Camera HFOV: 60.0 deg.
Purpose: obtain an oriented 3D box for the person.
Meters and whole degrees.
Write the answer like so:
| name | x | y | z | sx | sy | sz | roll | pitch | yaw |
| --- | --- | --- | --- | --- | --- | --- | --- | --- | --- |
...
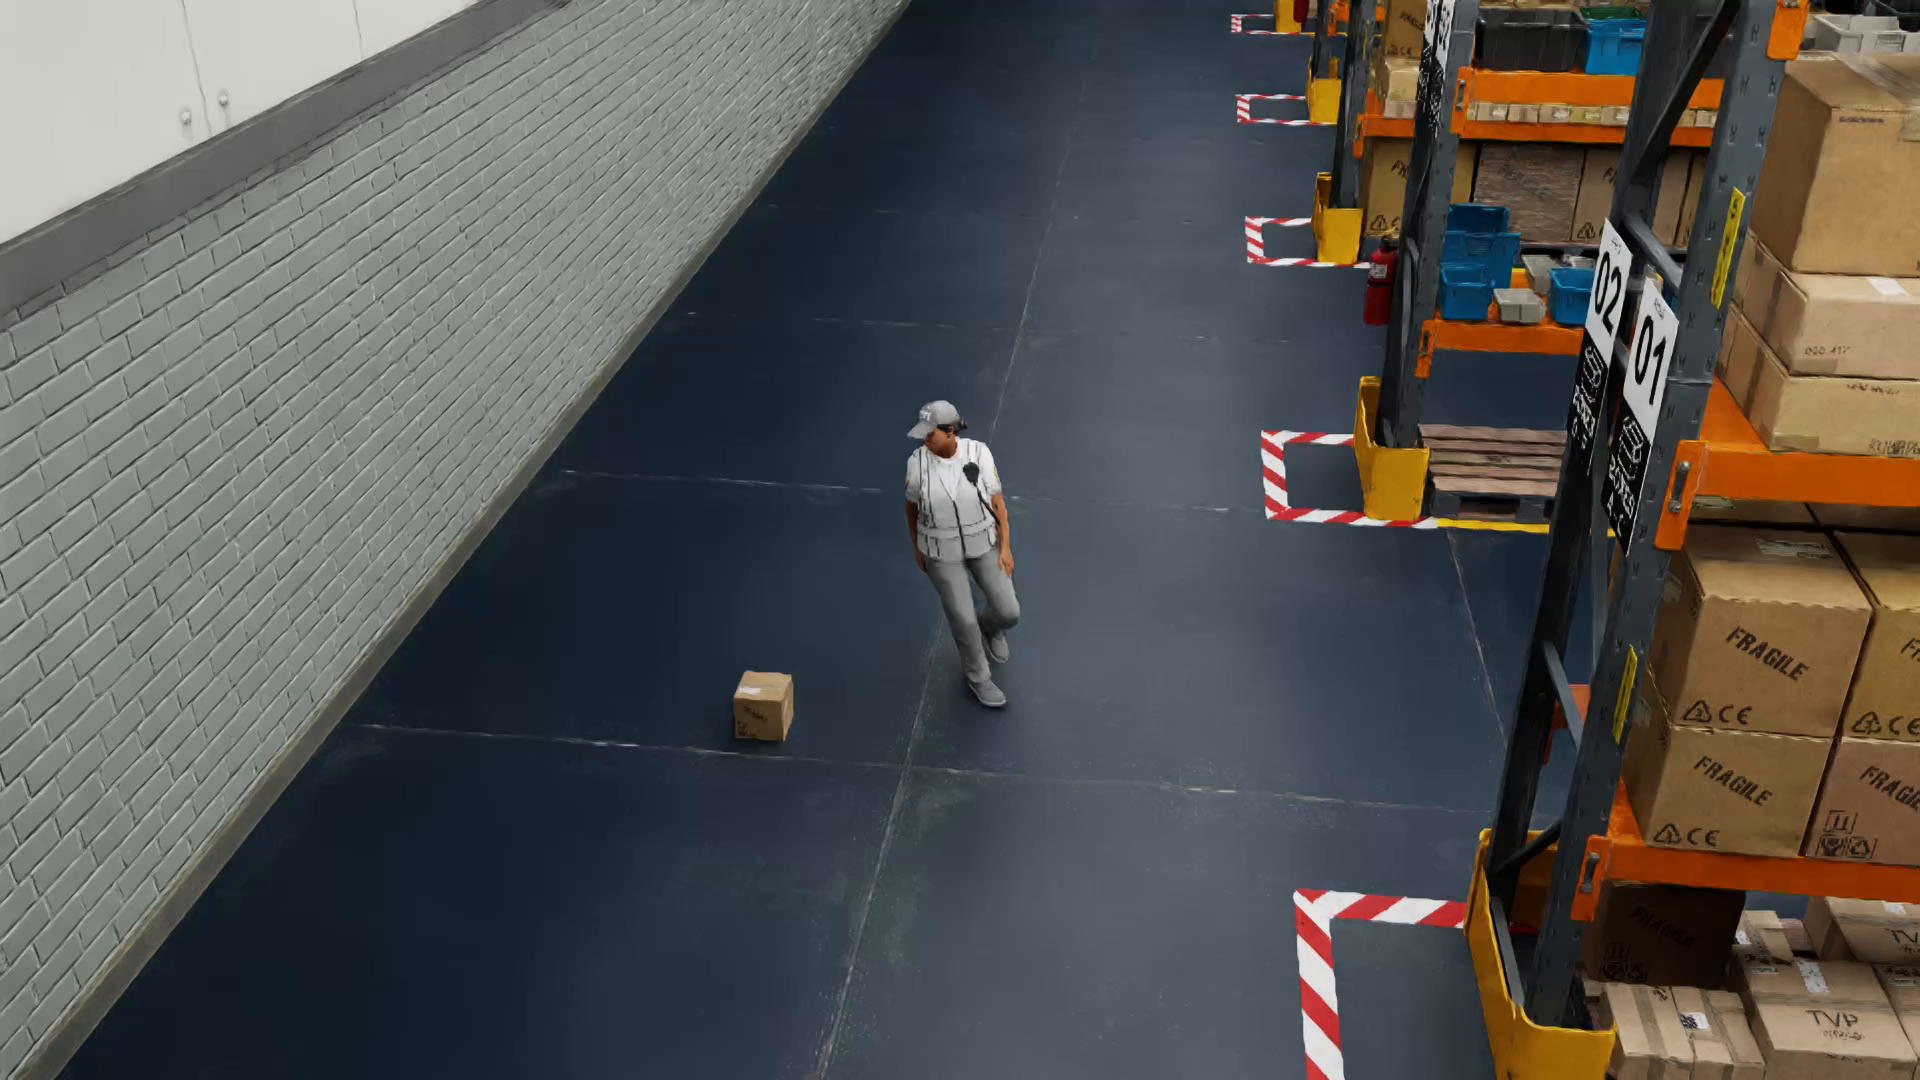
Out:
| name | x | y | z | sx | sy | sz | roll | pitch | yaw |
| --- | --- | --- | --- | --- | --- | --- | --- | --- | --- |
| person | 0.014 | 0.057 | 8.553 | 0.561 | 1.626 | 0.548 | -5 | 29 | -8 |
